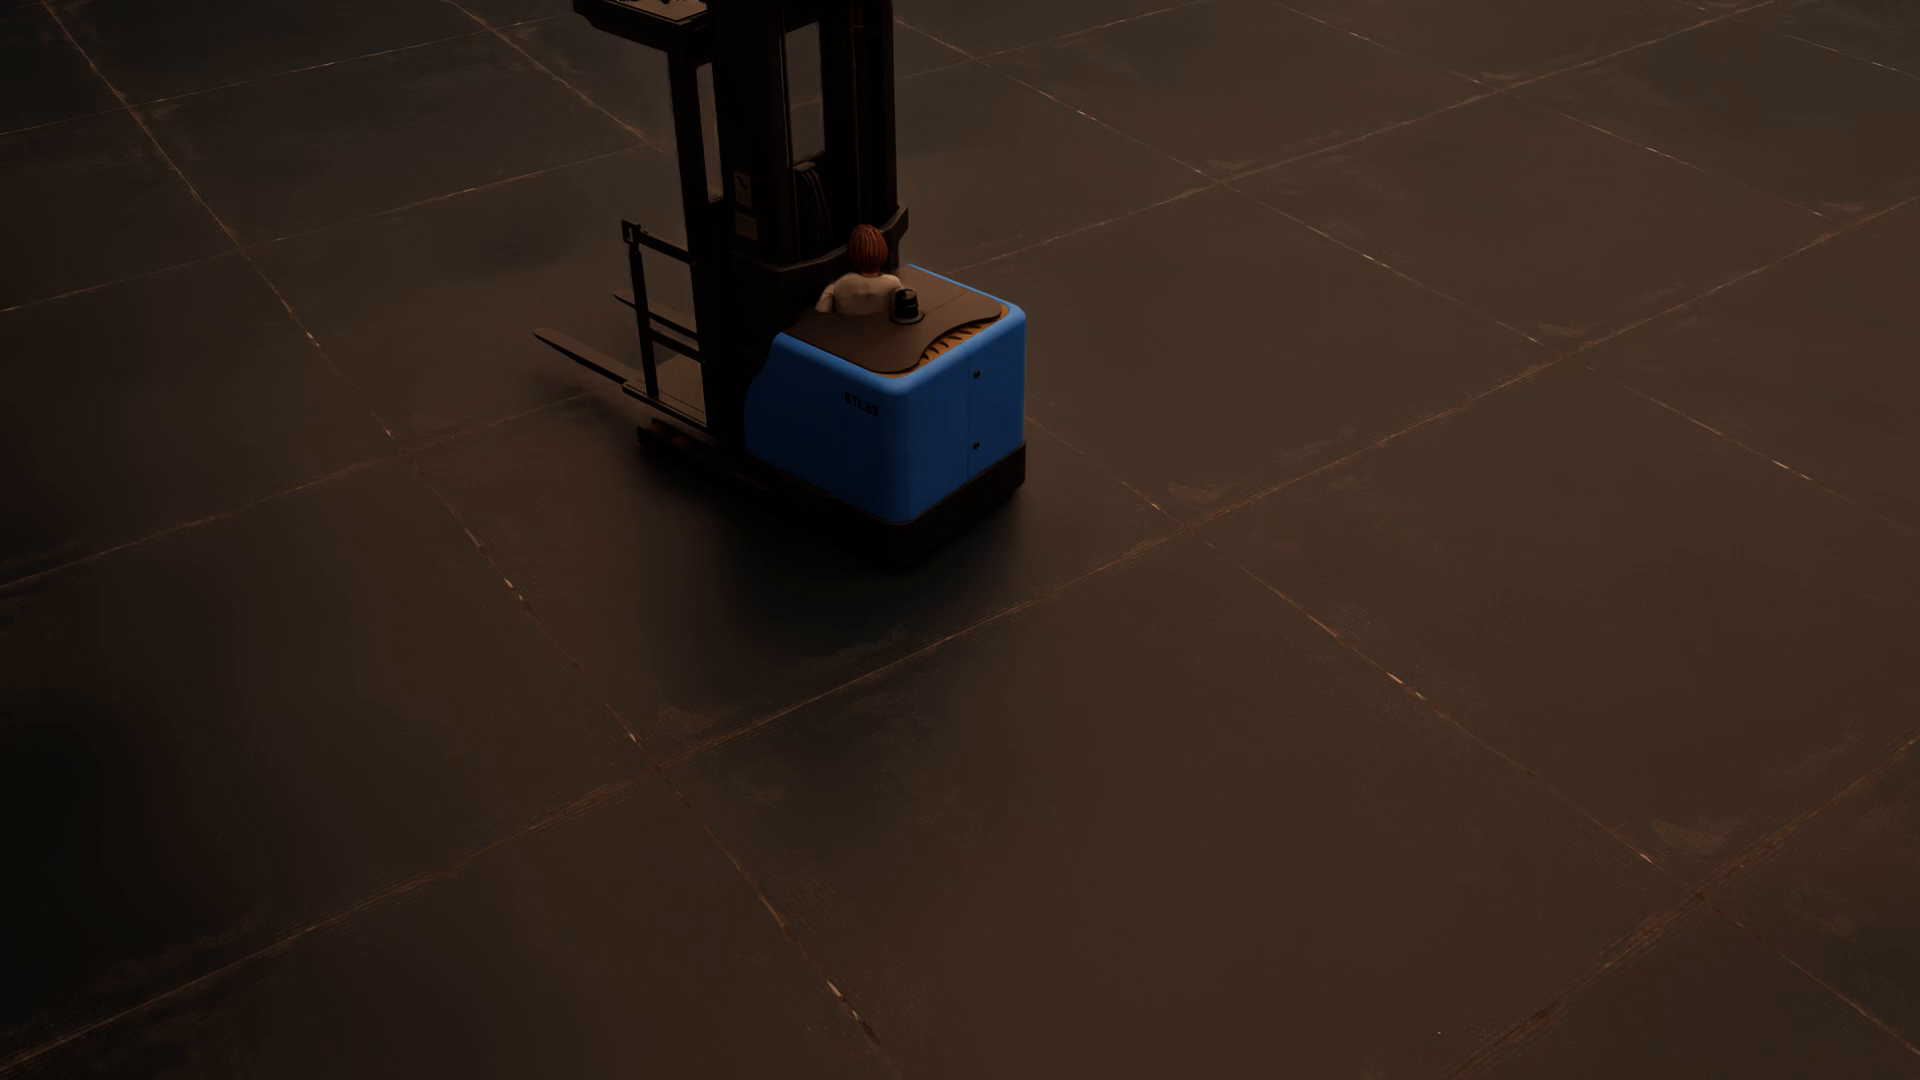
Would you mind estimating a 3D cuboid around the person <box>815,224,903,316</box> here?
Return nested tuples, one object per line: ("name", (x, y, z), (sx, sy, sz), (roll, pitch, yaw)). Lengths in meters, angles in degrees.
("person", (-0.470, -0.996, 8.491), (0.666, 1.495, 0.635), (-6, 37, -8))

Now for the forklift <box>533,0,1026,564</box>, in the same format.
("forklift", (-1.115, -1.791, 8.367), (3.031, 2.935, 1.130), (26, 44, 31))
